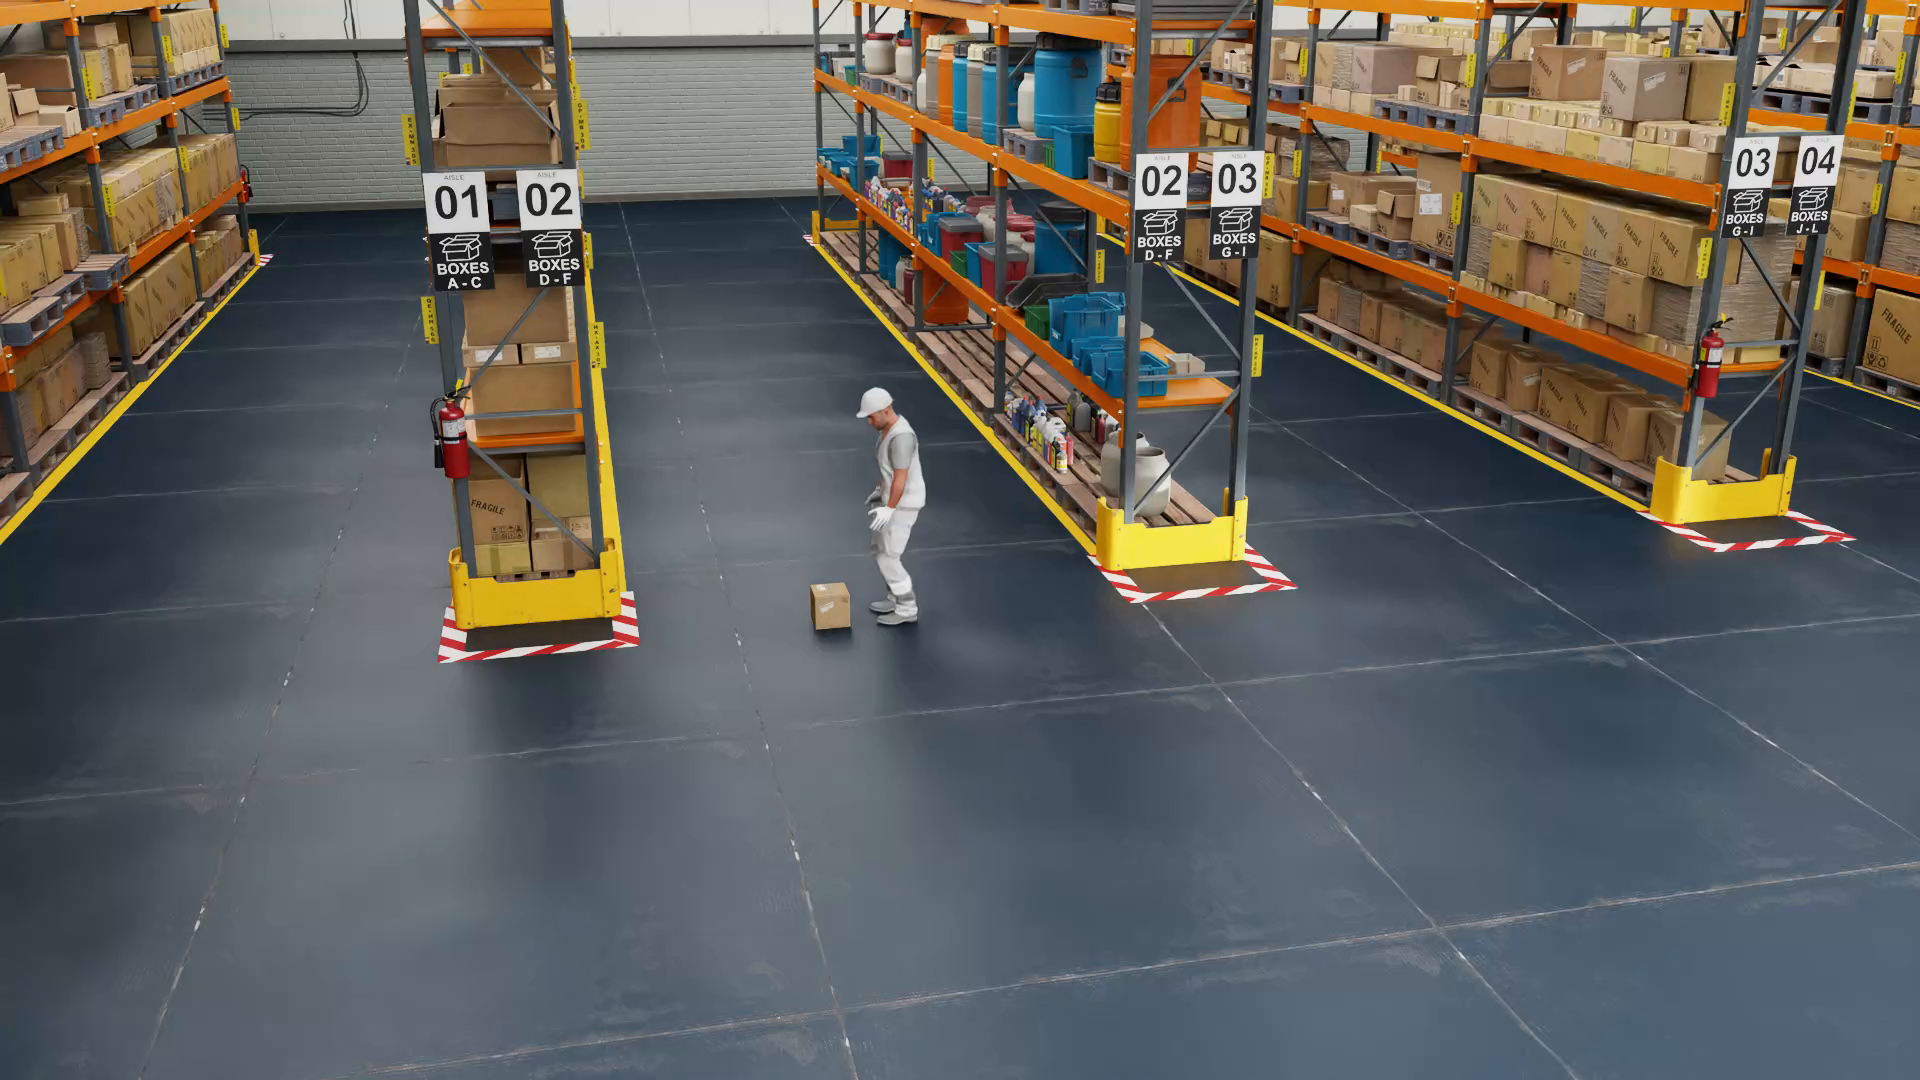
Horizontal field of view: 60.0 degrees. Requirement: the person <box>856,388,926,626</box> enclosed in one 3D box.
[{"bbox_3d":[-0.488,-0.247,11.833,0.477,1.724,0.547,-4,20,-11],"label":"person"}]
